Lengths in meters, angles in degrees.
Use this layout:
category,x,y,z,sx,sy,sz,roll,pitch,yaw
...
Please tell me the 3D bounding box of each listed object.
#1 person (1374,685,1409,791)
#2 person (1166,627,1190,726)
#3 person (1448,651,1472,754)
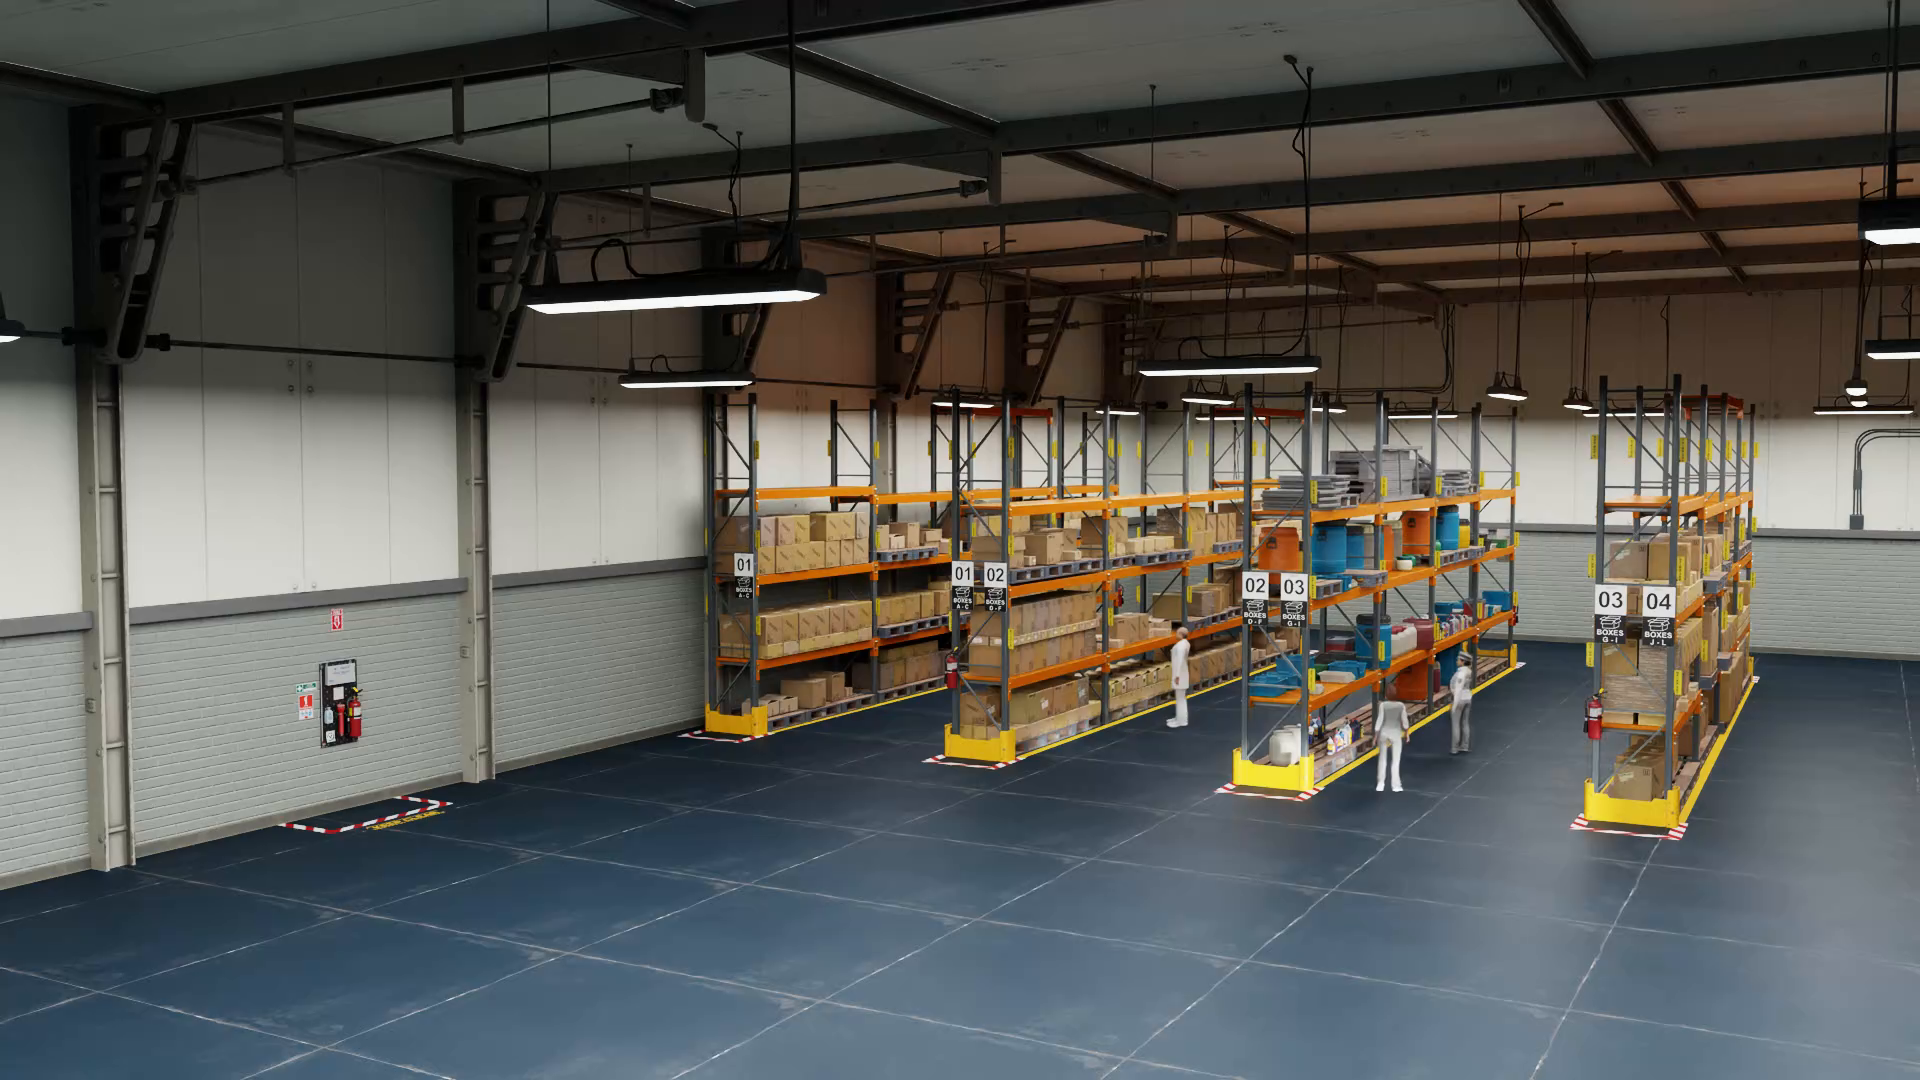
category,x,y,z,sx,sy,sz,roll,pitch,yaw
person,6.304,2.911,24.296,0.481,1.566,0.459,2,4,30
person,3.973,2.471,30.218,0.427,1.786,0.616,0,3,3
person,8.259,2.676,27.486,0.475,1.697,0.412,-2,4,-38
